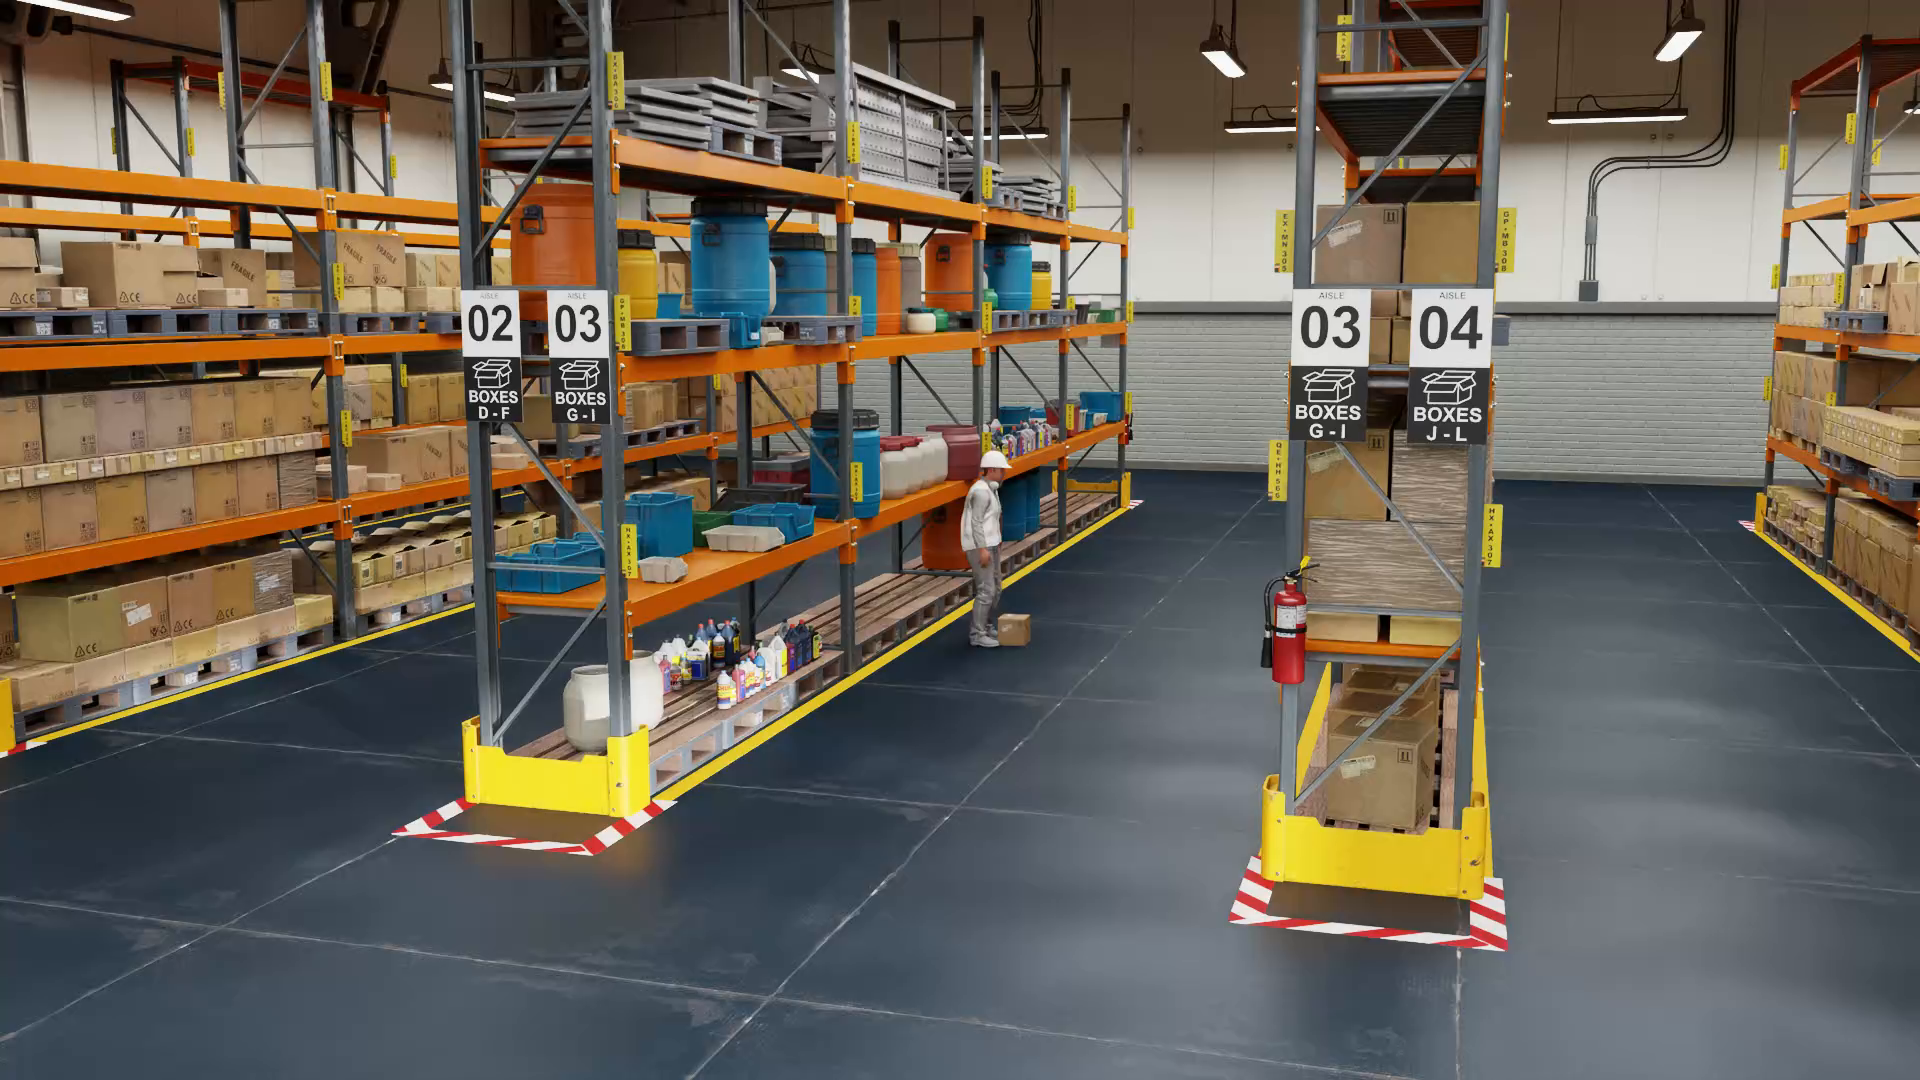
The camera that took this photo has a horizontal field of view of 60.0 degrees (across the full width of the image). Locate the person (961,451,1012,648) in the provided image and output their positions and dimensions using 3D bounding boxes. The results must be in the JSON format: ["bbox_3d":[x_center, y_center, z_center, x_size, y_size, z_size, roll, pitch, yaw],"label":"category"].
[{"bbox_3d":[0.243,0.067,15.286,0.464,1.769,0.582,2,8,13],"label":"person"}]
